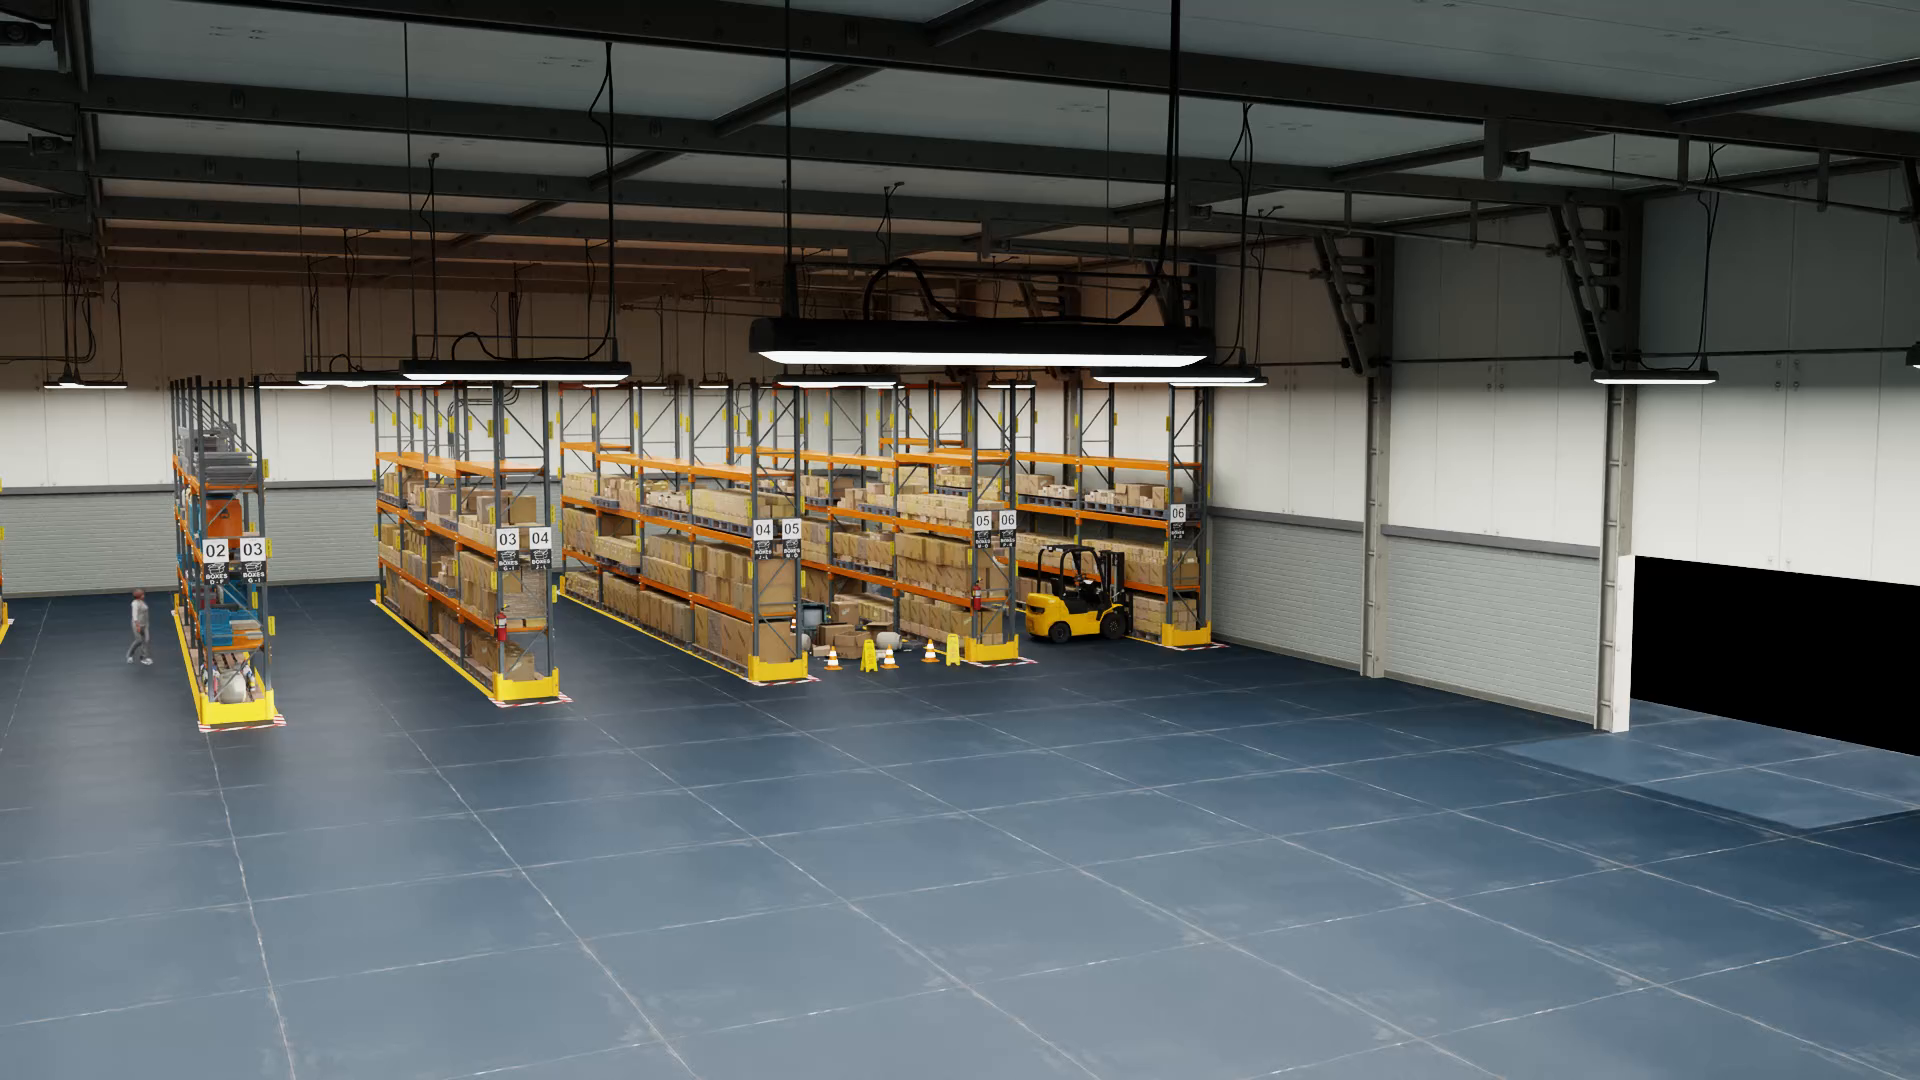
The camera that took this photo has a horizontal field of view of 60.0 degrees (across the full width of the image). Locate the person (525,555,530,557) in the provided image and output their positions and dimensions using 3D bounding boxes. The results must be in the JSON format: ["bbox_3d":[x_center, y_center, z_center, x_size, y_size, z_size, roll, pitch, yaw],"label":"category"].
[{"bbox_3d":[-10.972,1.153,42.214,0.375,1.711,0.529,1,5,11],"label":"person"}]

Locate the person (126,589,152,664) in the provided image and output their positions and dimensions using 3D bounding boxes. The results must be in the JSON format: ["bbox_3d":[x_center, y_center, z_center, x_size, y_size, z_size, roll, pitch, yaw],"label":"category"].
[{"bbox_3d":[-17.331,1.869,35.105,0.532,1.481,0.459,1,5,10],"label":"person"}]

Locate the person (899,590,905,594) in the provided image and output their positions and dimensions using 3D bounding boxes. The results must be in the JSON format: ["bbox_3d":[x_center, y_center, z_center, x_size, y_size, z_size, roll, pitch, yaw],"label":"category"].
[{"bbox_3d":[-1.670,0.651,47.326,0.525,1.714,0.508,0,5,-3],"label":"person"}]
